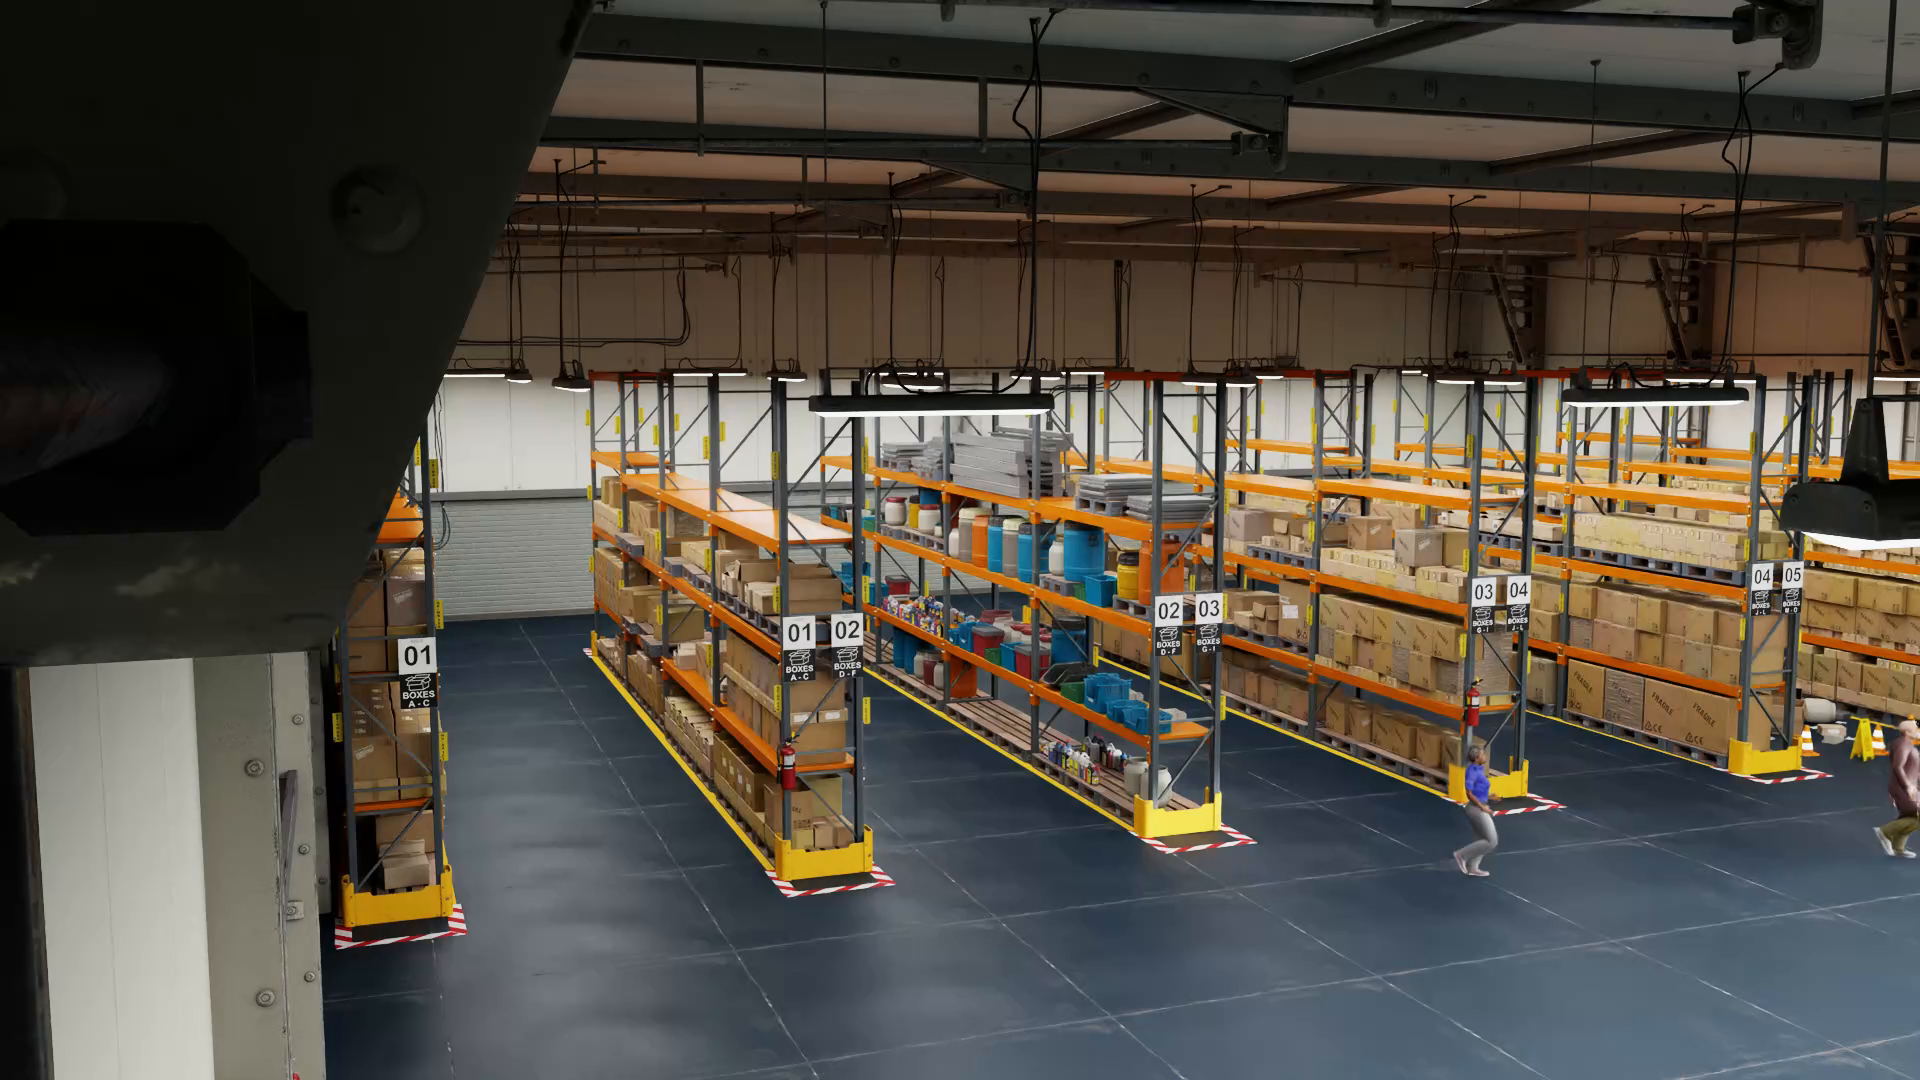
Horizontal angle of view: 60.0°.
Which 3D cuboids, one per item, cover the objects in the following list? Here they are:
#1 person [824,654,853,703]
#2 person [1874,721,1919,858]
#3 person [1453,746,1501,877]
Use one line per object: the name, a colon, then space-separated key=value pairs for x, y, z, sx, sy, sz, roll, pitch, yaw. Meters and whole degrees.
person: x=-2.163 y=1.939 z=29.010 sx=0.662 sy=1.764 sz=0.901 roll=-4 pitch=7 yaw=-31
person: x=11.879 y=3.135 z=20.952 sx=0.633 sy=1.747 sz=0.724 roll=2 pitch=7 yaw=18
person: x=6.274 y=3.288 z=20.135 sx=0.575 sy=1.605 sz=0.572 roll=1 pitch=6 yaw=9
